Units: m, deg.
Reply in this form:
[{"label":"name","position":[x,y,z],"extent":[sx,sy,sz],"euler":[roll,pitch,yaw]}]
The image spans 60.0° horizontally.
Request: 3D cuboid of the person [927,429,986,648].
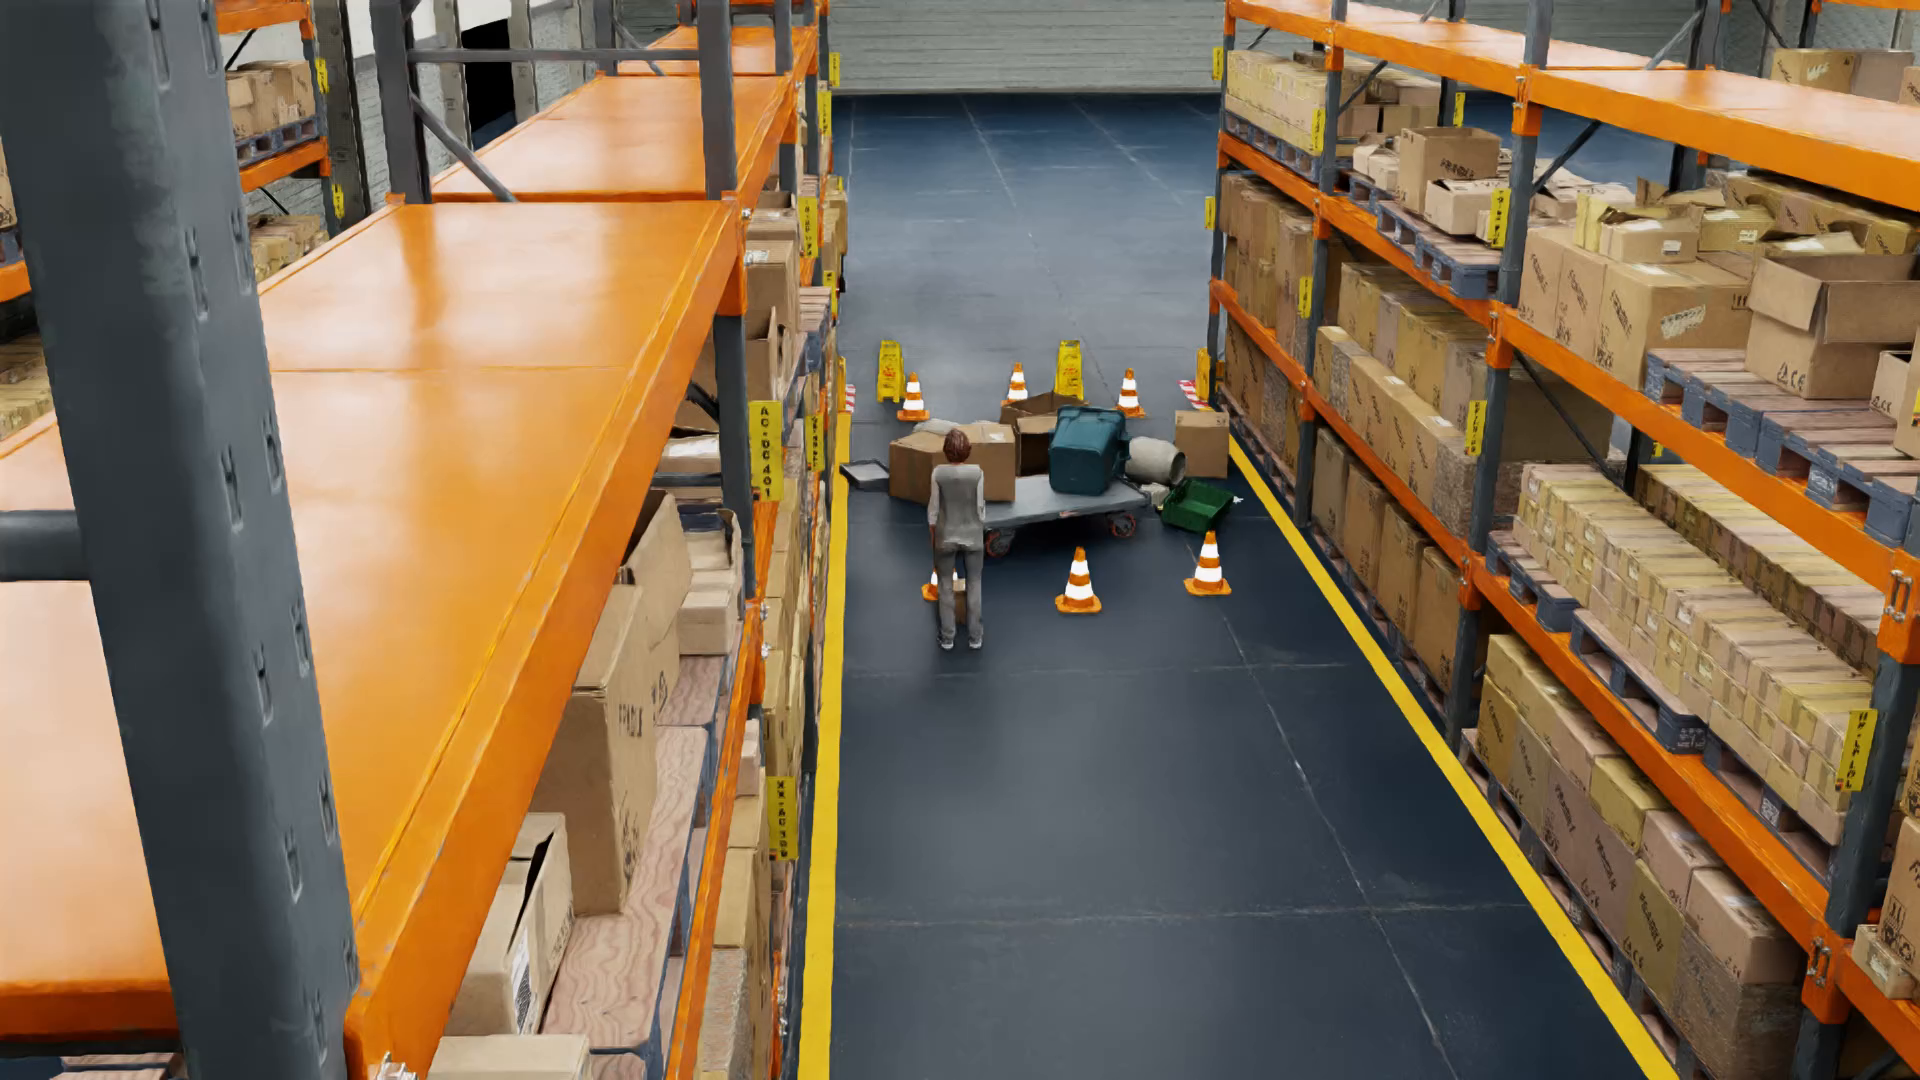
[{"label":"person","position":[-0.025,-0.005,11.617],"extent":[0.407,1.594,0.299],"euler":[-1,21,-2]}]
